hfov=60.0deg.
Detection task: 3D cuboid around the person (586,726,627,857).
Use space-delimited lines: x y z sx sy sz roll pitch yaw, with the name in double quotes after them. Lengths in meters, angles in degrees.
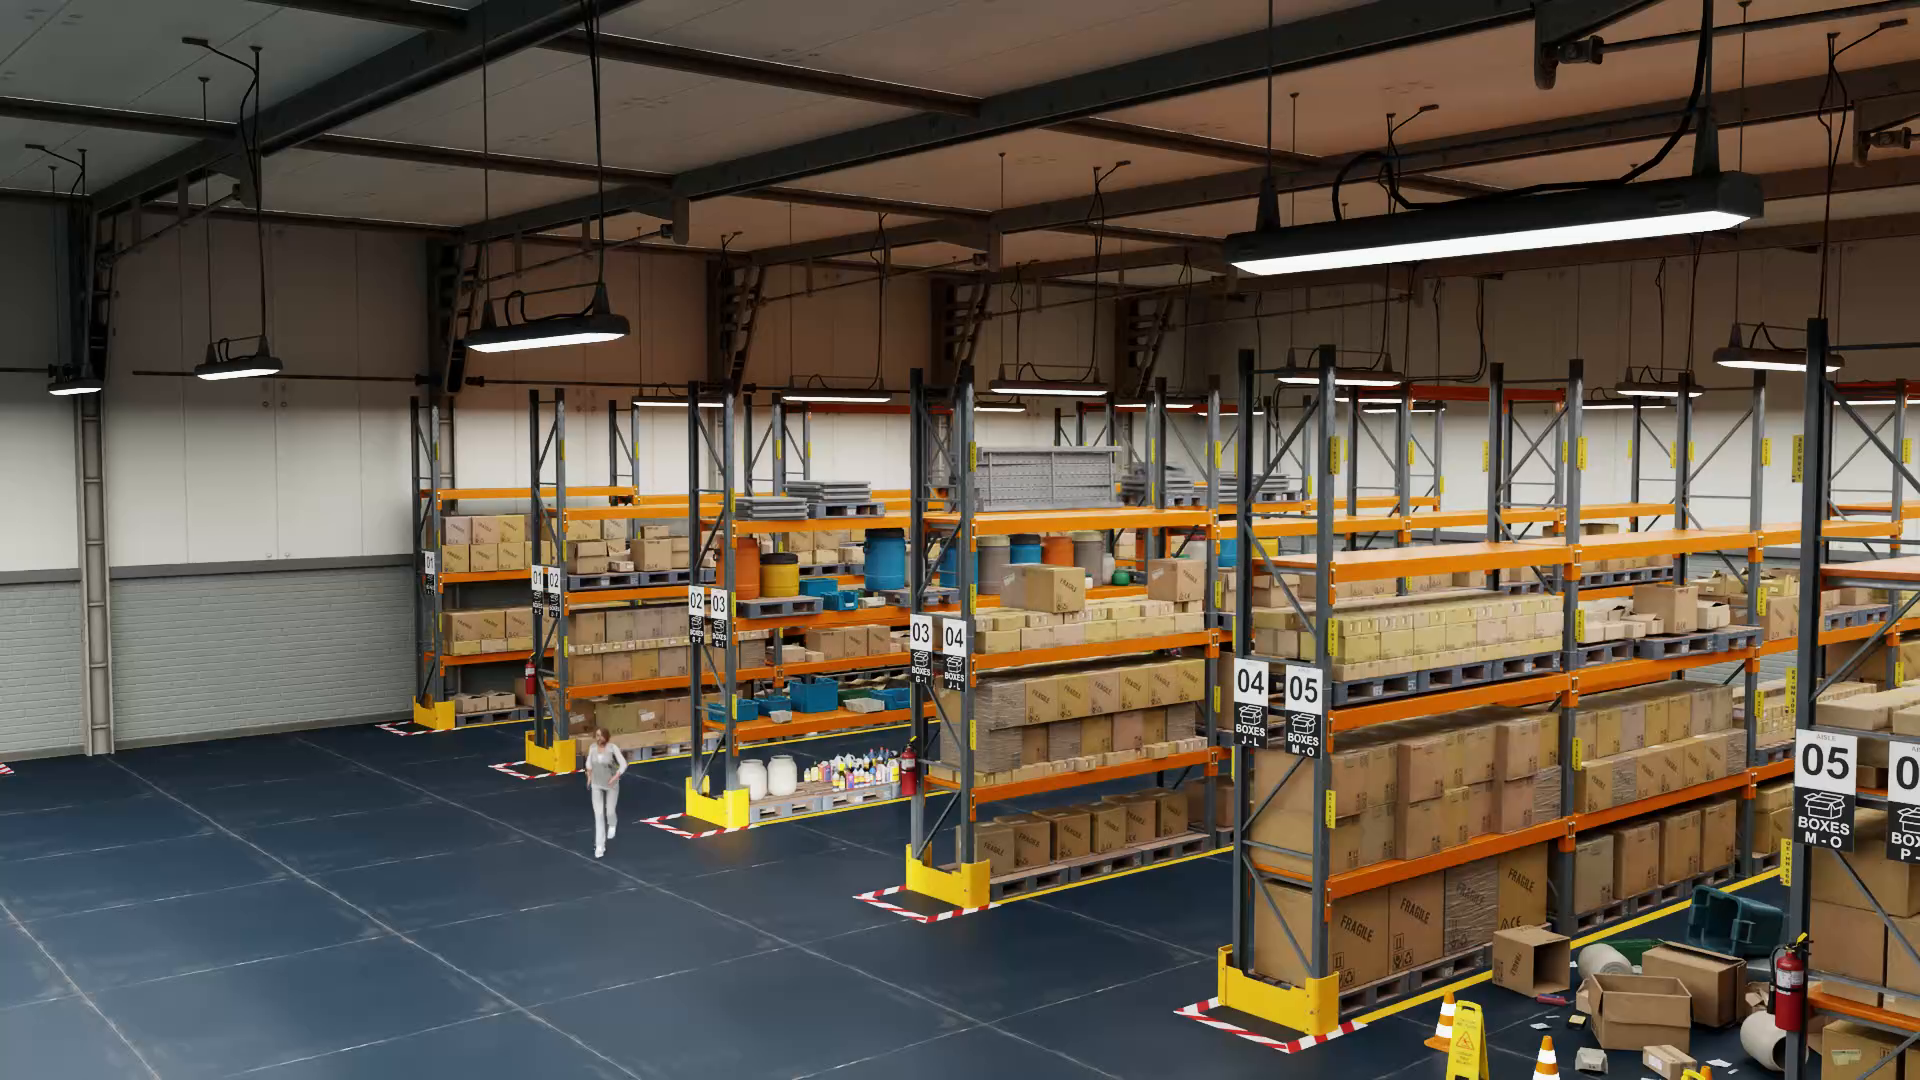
-4.452 3.120 20.953 0.541 1.597 0.805 0 3 0 "person"
